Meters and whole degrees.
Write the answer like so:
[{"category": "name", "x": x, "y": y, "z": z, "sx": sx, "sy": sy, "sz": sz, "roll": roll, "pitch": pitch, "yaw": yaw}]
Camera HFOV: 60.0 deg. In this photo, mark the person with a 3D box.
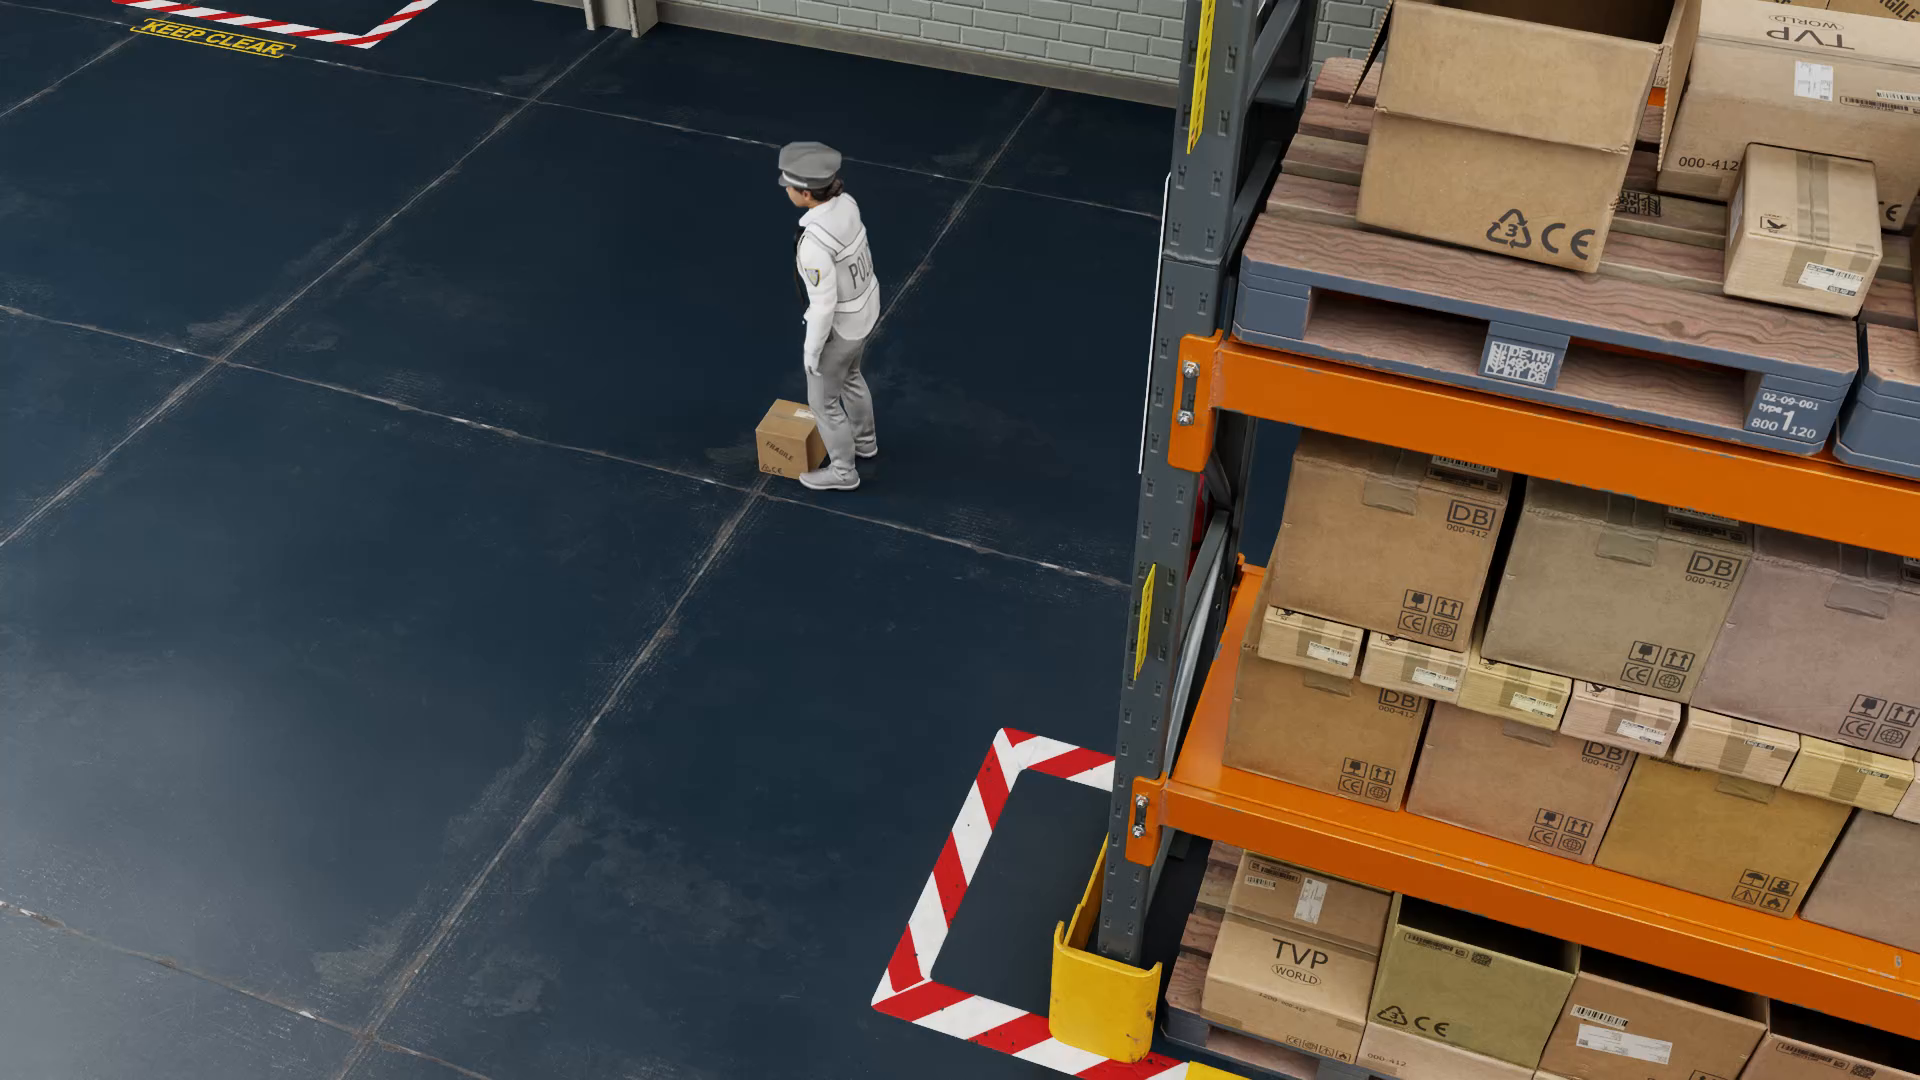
[{"category": "person", "x": -0.548, "y": -0.937, "z": 7.207, "sx": 0.374, "sy": 1.662, "sz": 0.540, "roll": 11, "pitch": 43, "yaw": 12}]
